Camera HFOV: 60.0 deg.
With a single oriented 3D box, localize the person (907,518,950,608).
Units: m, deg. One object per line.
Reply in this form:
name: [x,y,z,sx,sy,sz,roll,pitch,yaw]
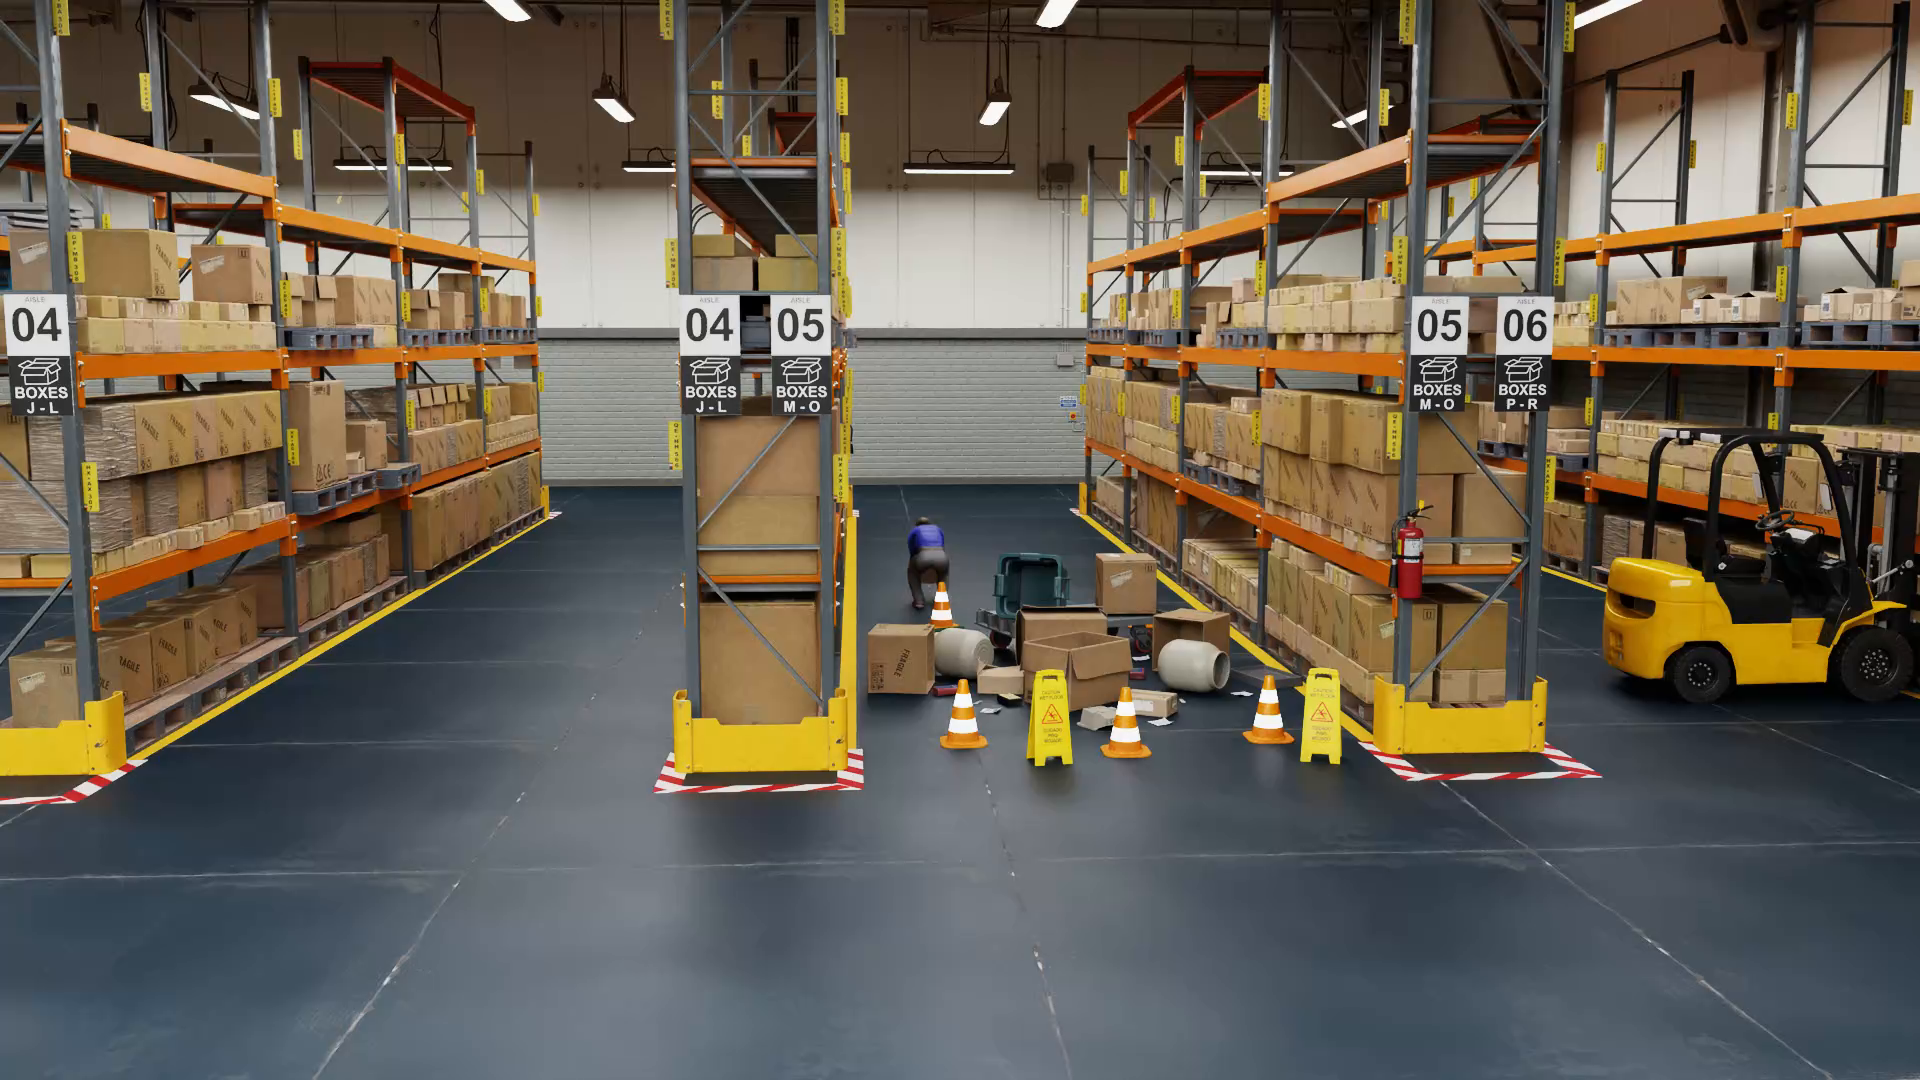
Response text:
person: [-0.347,0.253,18.221,0.465,0.936,0.865,-1,7,-6]
